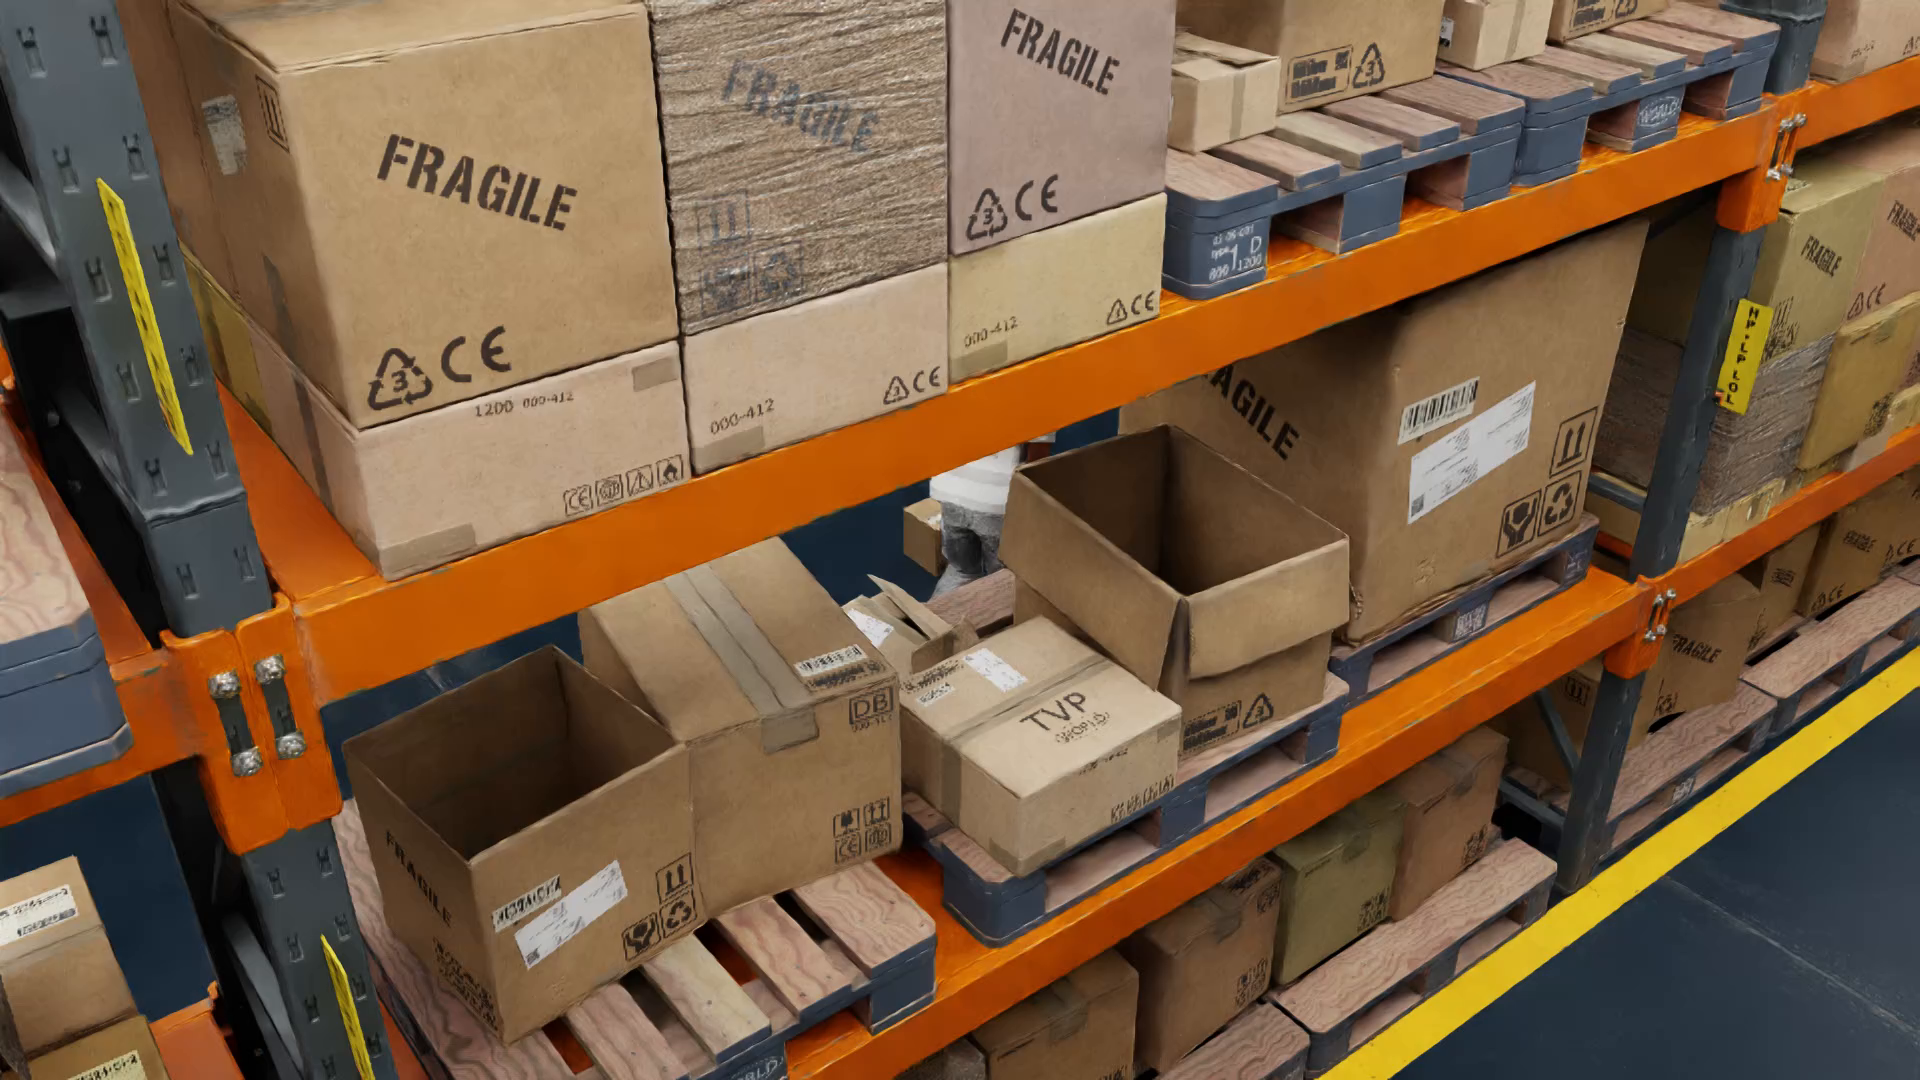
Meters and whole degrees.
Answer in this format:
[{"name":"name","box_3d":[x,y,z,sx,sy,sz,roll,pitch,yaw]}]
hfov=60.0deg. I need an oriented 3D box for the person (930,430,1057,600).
[{"name":"person","box_3d":[0.106,-0.154,6.385,0.556,1.757,0.680,19,36,27]}]
